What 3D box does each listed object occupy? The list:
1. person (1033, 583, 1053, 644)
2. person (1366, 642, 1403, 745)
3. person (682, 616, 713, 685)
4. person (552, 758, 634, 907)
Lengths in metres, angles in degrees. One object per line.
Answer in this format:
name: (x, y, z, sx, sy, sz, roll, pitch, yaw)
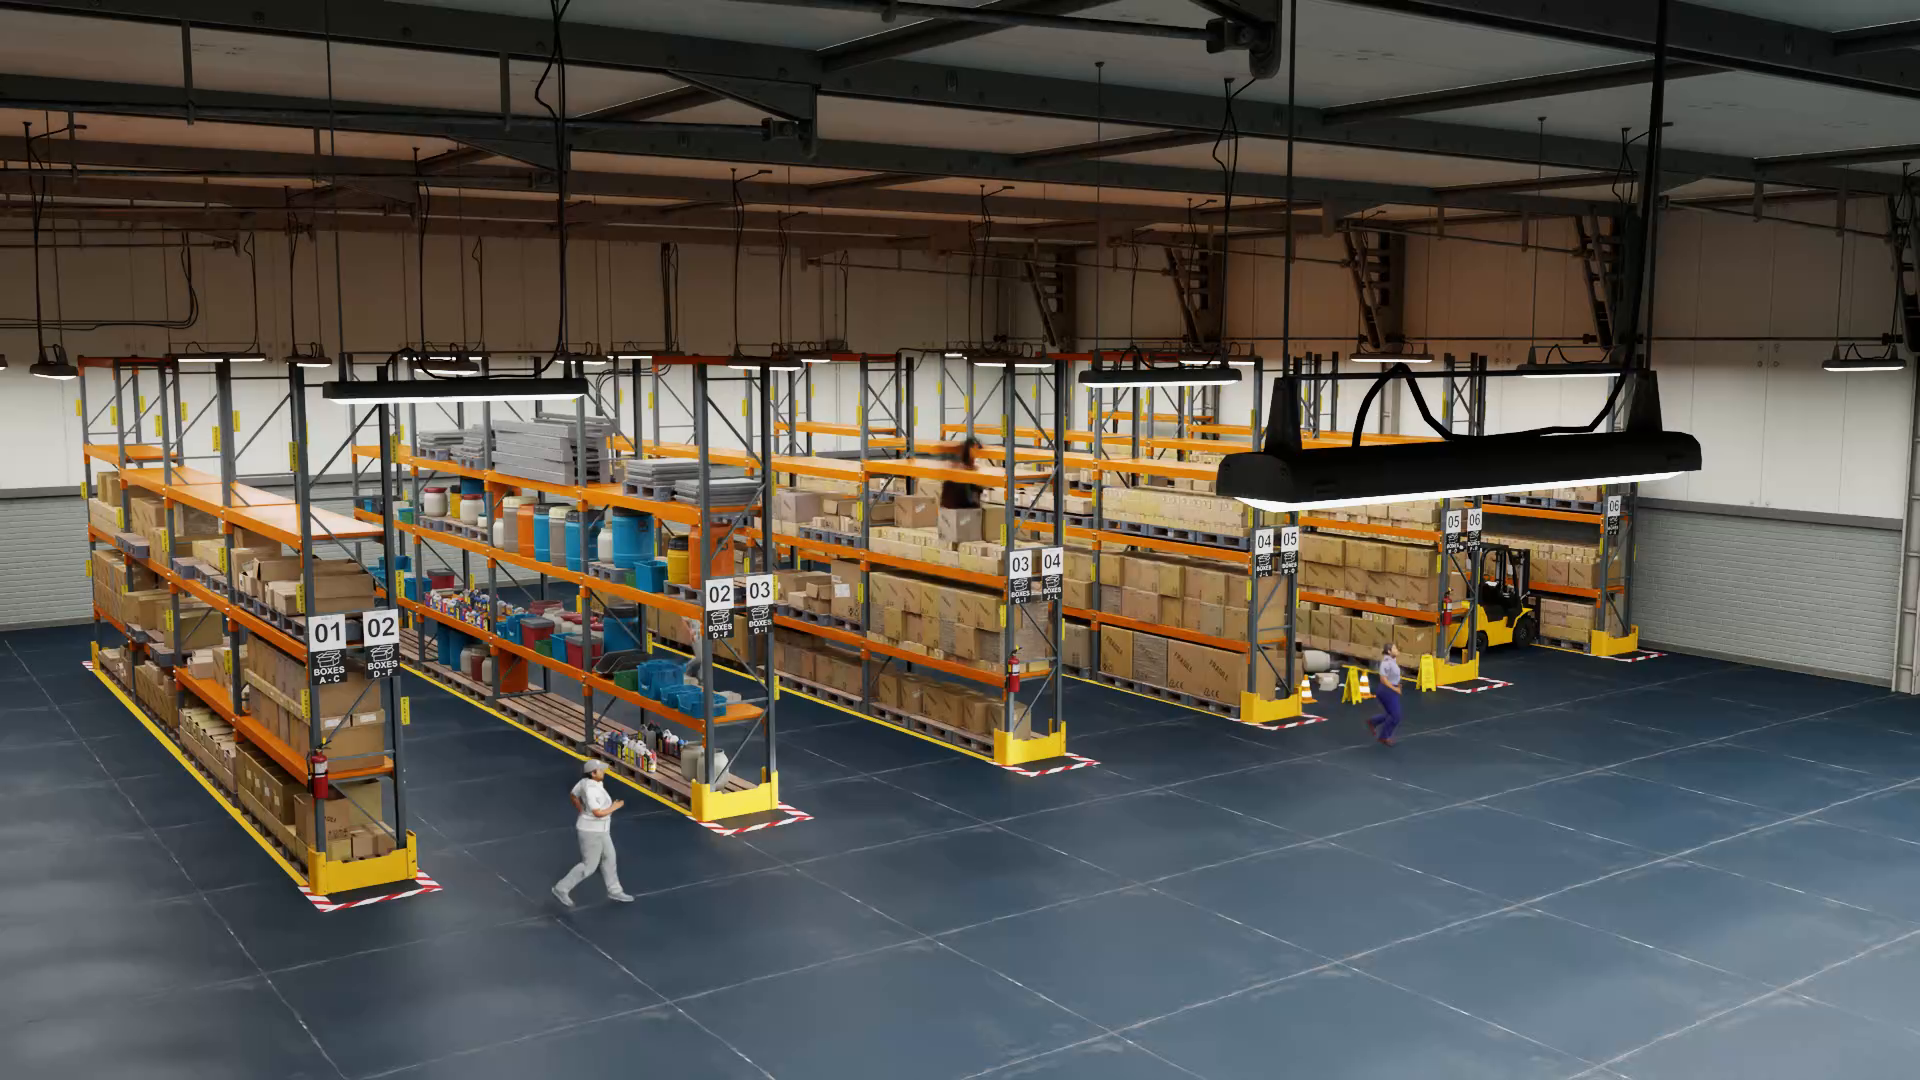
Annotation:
person: (1.407, 1.631, 29.650, 0.717, 1.747, 0.644, -6, 9, -40)
person: (6.673, 2.392, 26.052, 0.534, 1.607, 0.639, 2, 7, 18)
person: (-4.728, 1.775, 30.523, 0.650, 1.757, 0.636, -5, 8, -35)
person: (-4.095, 3.253, 18.481, 0.902, 1.673, 0.632, -2, 7, -15)
